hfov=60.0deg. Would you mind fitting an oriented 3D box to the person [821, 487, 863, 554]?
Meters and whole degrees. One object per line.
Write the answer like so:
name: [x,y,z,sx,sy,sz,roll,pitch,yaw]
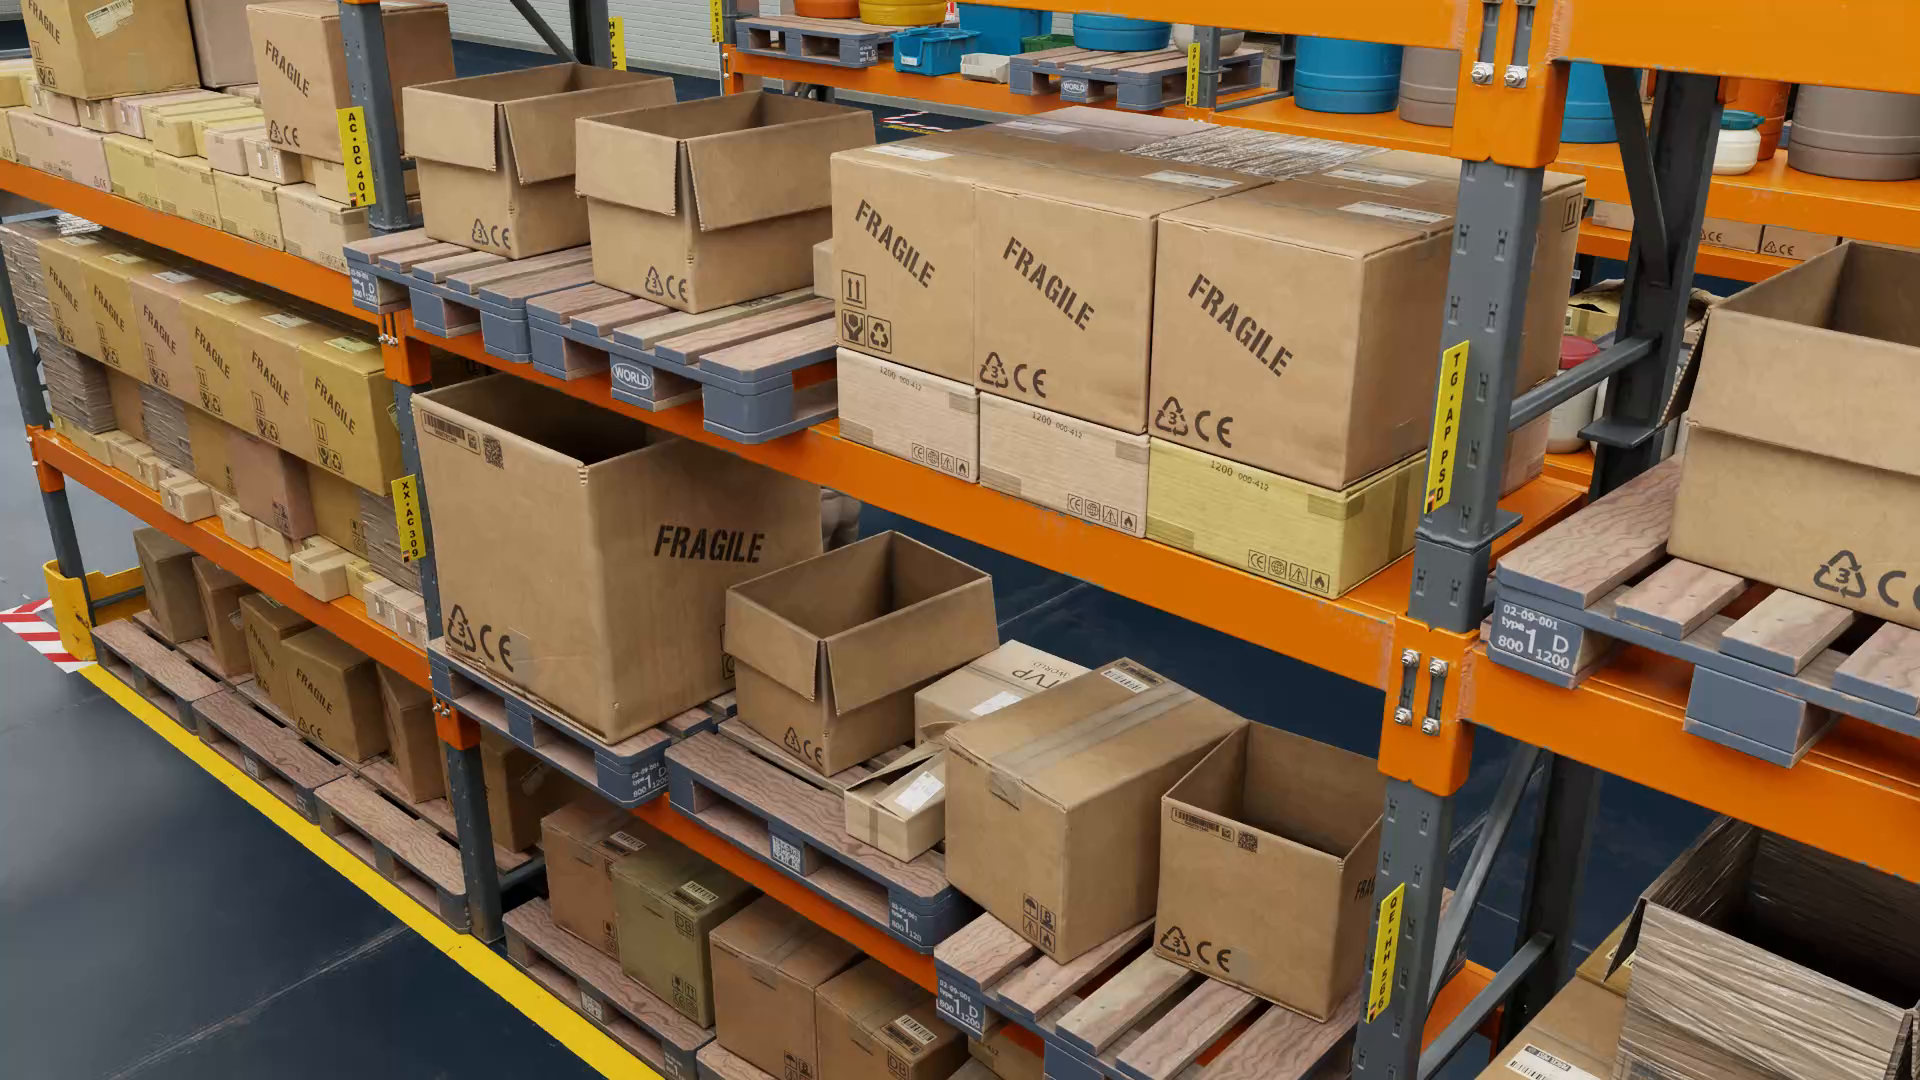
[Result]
person: [-0.759,-0.201,9.074,0.396,1.726,0.585,20,31,38]
